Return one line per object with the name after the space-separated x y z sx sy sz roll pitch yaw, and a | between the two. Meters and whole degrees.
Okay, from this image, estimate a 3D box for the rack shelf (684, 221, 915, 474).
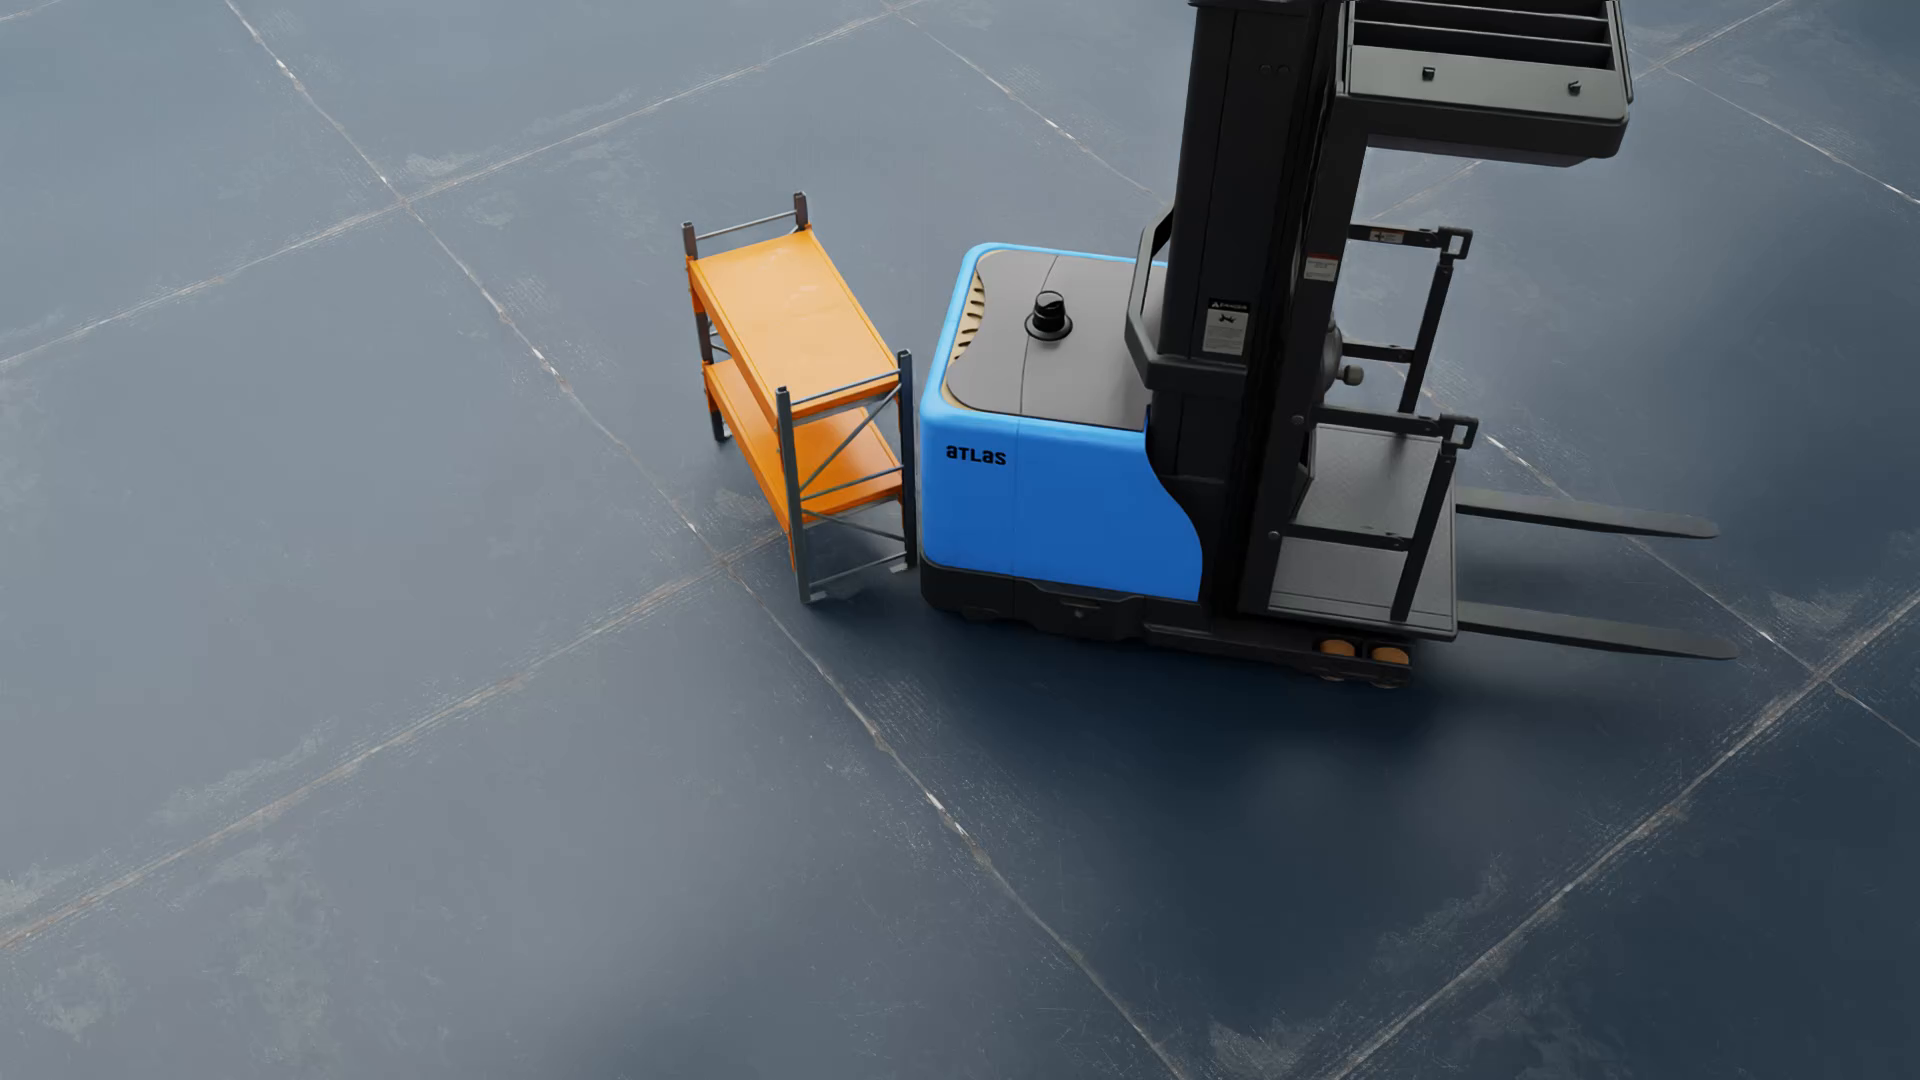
-0.616 -0.747 6.272 0.538 0.278 1.000 -19 51 -16 | rack shelf

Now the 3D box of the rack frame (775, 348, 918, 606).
-0.403 -0.208 6.179 0.500 1.125 0.032 -19 51 -16 | rack frame

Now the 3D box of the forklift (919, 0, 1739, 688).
1.413 -0.858 5.548 3.031 2.935 1.130 8 48 7 | forklift

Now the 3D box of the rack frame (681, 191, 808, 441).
-0.829 -0.892 6.798 0.500 1.125 0.032 -19 51 -16 | rack frame

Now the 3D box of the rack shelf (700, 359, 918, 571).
-0.616 -0.386 6.670 0.538 0.278 1.000 -19 51 -16 | rack shelf

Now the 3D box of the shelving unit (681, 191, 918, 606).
-0.616 -0.550 6.488 0.538 1.125 1.048 -19 51 -16 | shelving unit
